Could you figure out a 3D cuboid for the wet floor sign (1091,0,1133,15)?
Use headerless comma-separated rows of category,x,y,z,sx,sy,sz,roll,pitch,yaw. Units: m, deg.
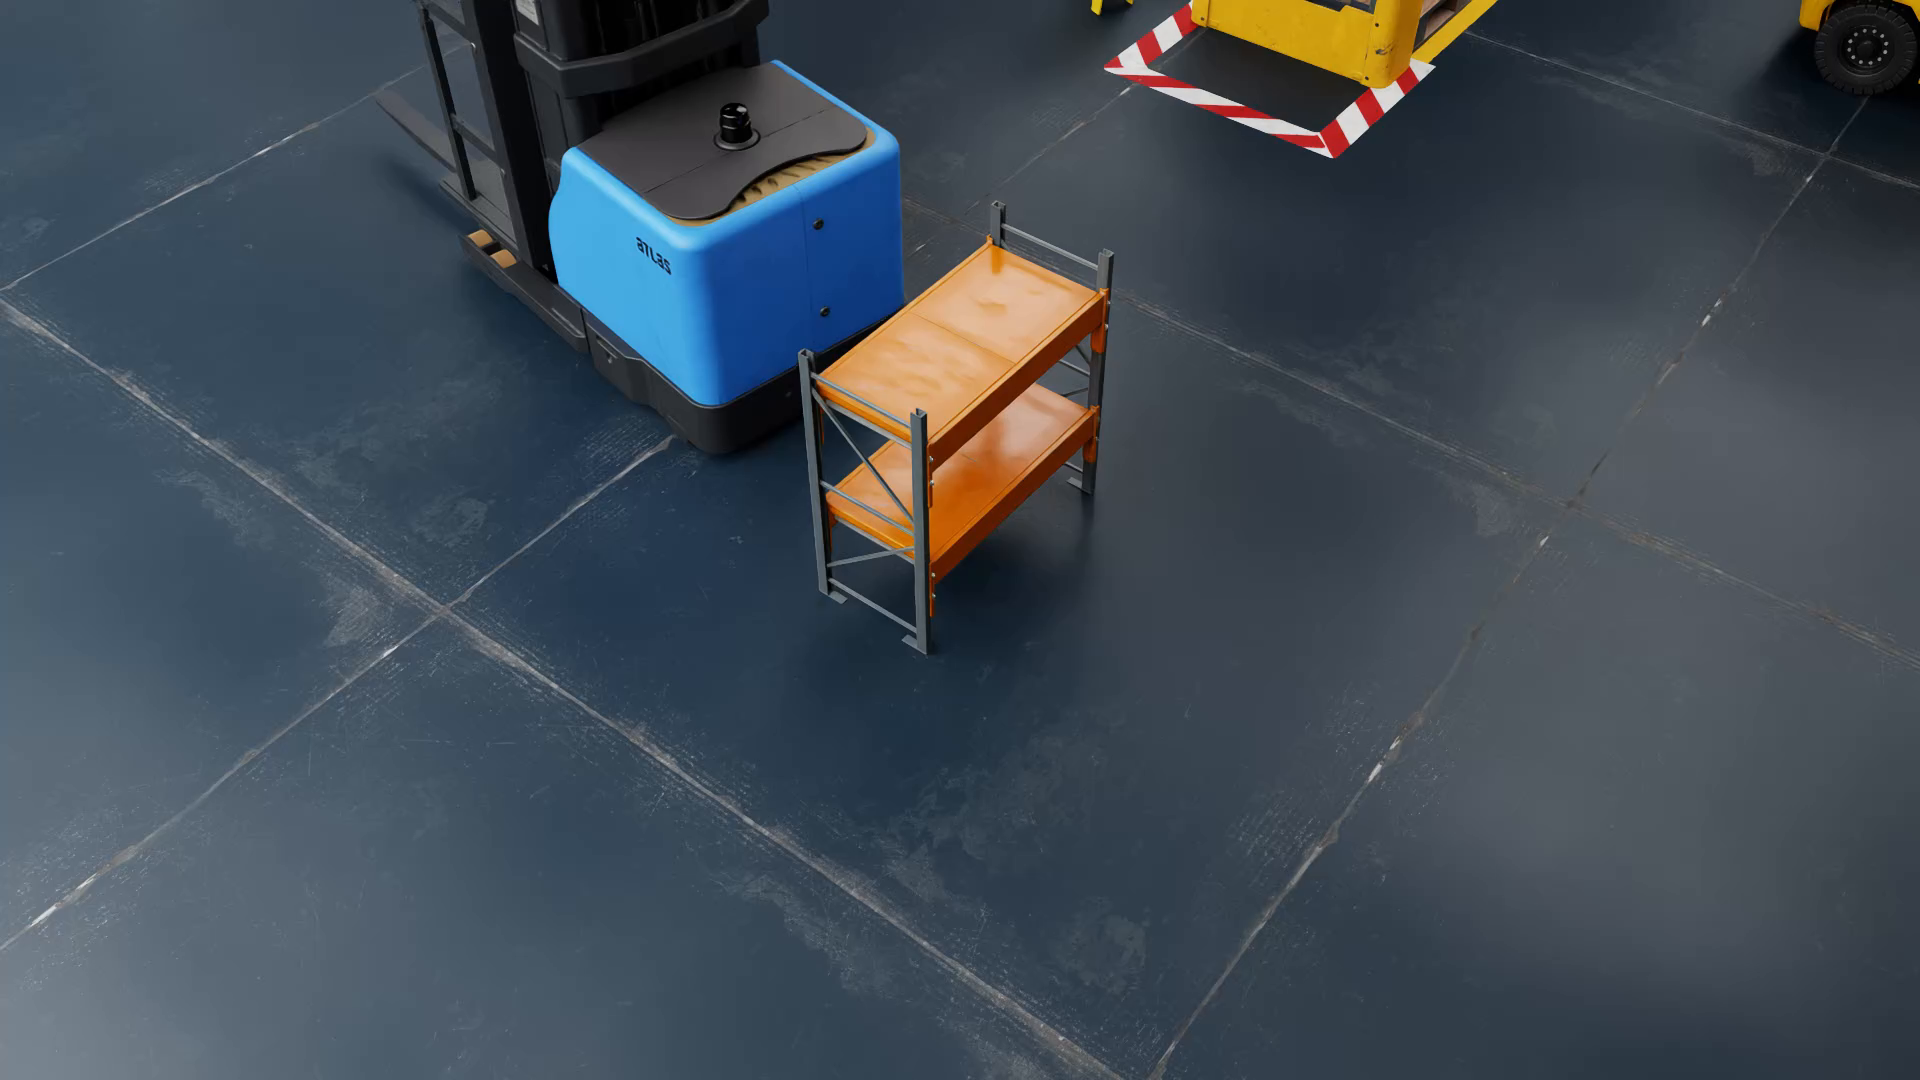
wet floor sign,0.771,-3.171,8.832,0.232,0.644,0.267,-25,51,-22

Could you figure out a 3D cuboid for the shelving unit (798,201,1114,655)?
shelving unit,0.004,-0.392,5.847,0.538,1.125,1.048,29,53,25

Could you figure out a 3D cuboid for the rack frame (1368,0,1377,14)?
rack frame,1.734,-3.619,7.633,1.000,3.000,0.127,29,53,25

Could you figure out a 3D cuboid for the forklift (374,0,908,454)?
forklift,-1.562,-2.335,6.454,1.130,2.935,3.031,-33,54,-27

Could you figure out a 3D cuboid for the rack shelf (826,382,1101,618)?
rack shelf,0.004,-0.224,6.024,0.538,0.278,1.000,29,53,25

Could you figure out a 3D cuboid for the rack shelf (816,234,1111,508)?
rack shelf,0.004,-0.595,5.635,0.538,0.278,1.000,29,53,25

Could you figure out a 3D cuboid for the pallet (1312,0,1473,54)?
pallet,2.306,-3.149,9.112,1.003,0.211,1.213,29,53,25

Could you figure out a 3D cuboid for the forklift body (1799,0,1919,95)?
forklift body,5.380,-3.026,7.653,2.313,2.155,1.214,29,53,25

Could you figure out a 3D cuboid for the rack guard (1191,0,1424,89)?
rack guard,1.781,-2.800,8.579,1.175,0.500,0.348,29,53,25

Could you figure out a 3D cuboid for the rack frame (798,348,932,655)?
rack frame,-0.307,-0.102,5.569,0.500,1.125,0.032,29,53,25

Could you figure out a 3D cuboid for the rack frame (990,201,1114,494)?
rack frame,0.315,-0.683,6.125,0.500,1.125,0.032,29,53,25
